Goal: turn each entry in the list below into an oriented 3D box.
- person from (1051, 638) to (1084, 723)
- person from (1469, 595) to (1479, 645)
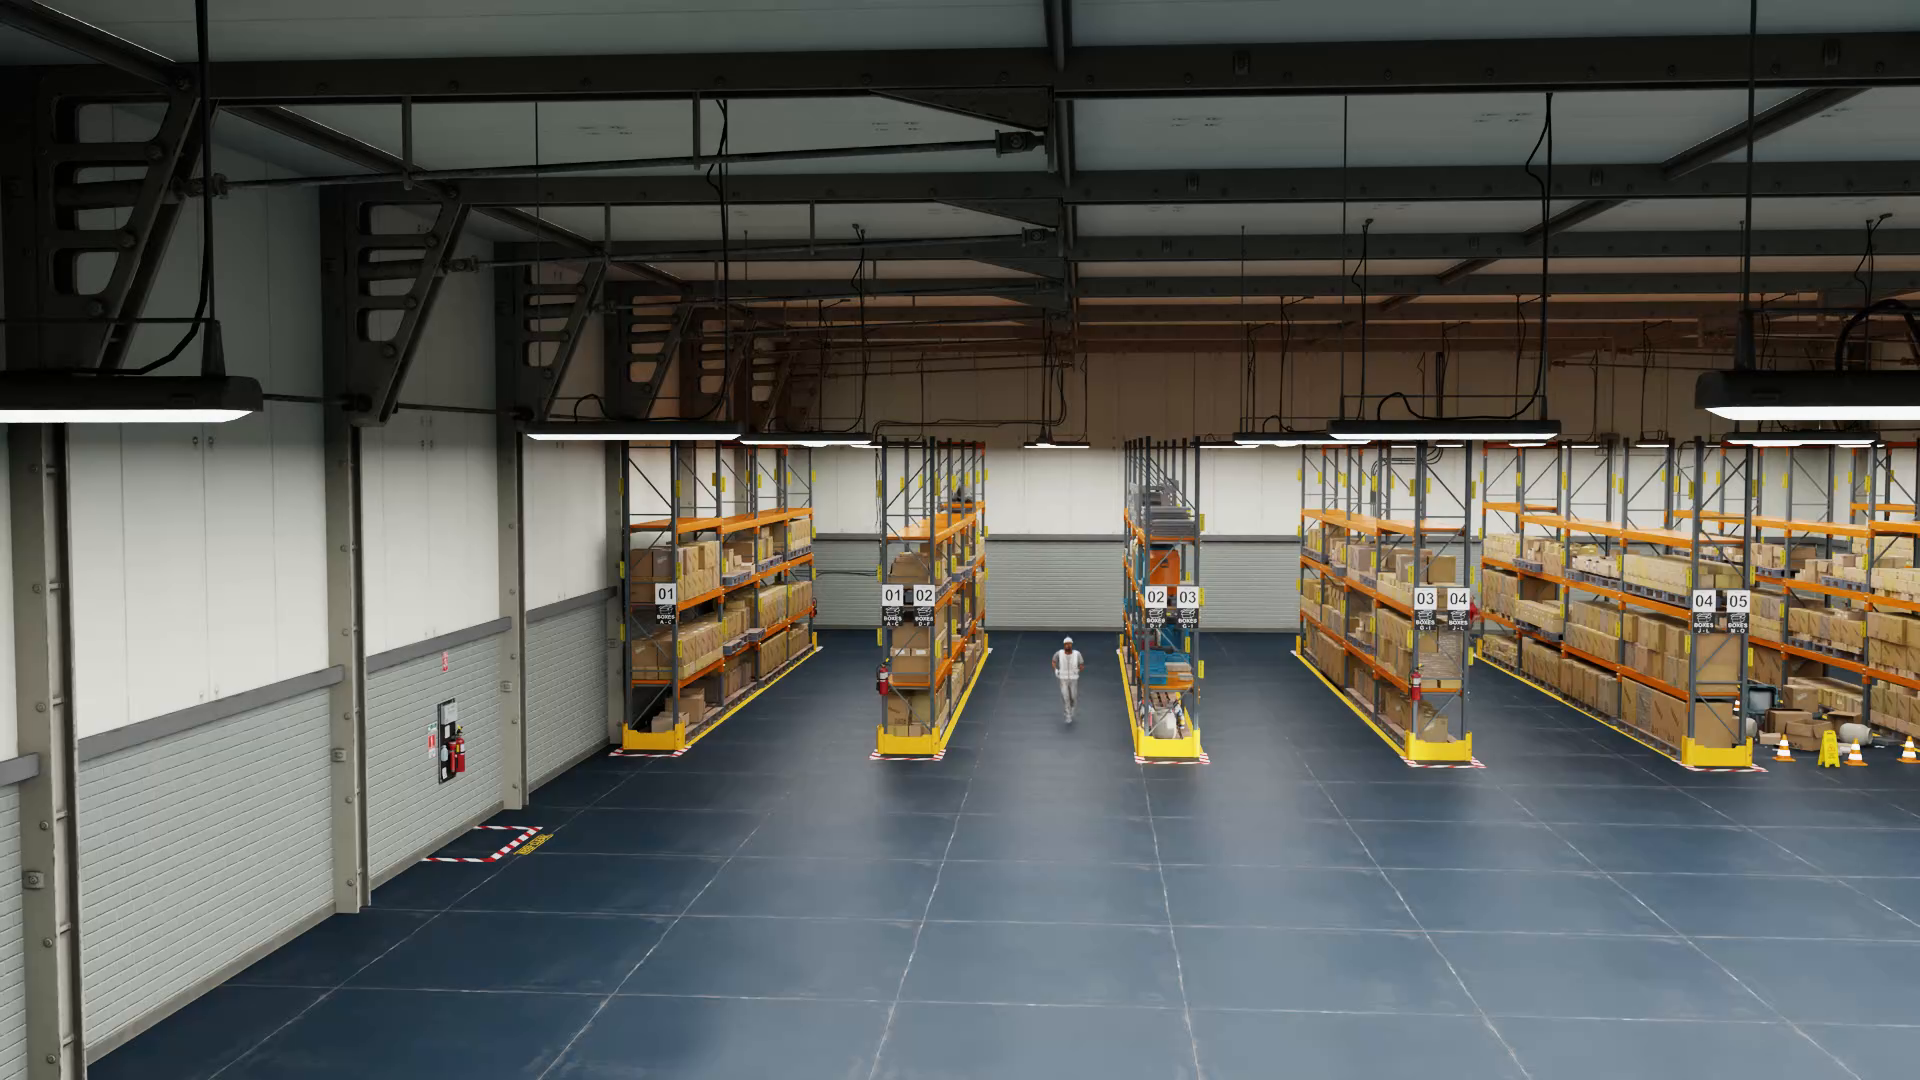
[{"bbox_3d":[2.288,2.948,35.245,0.688,1.775,0.804,0,3,0],"label":"person"},{"bbox_3d":[14.582,2.369,47.634,0.622,1.621,0.850,-1,3,-17],"label":"person"}]
